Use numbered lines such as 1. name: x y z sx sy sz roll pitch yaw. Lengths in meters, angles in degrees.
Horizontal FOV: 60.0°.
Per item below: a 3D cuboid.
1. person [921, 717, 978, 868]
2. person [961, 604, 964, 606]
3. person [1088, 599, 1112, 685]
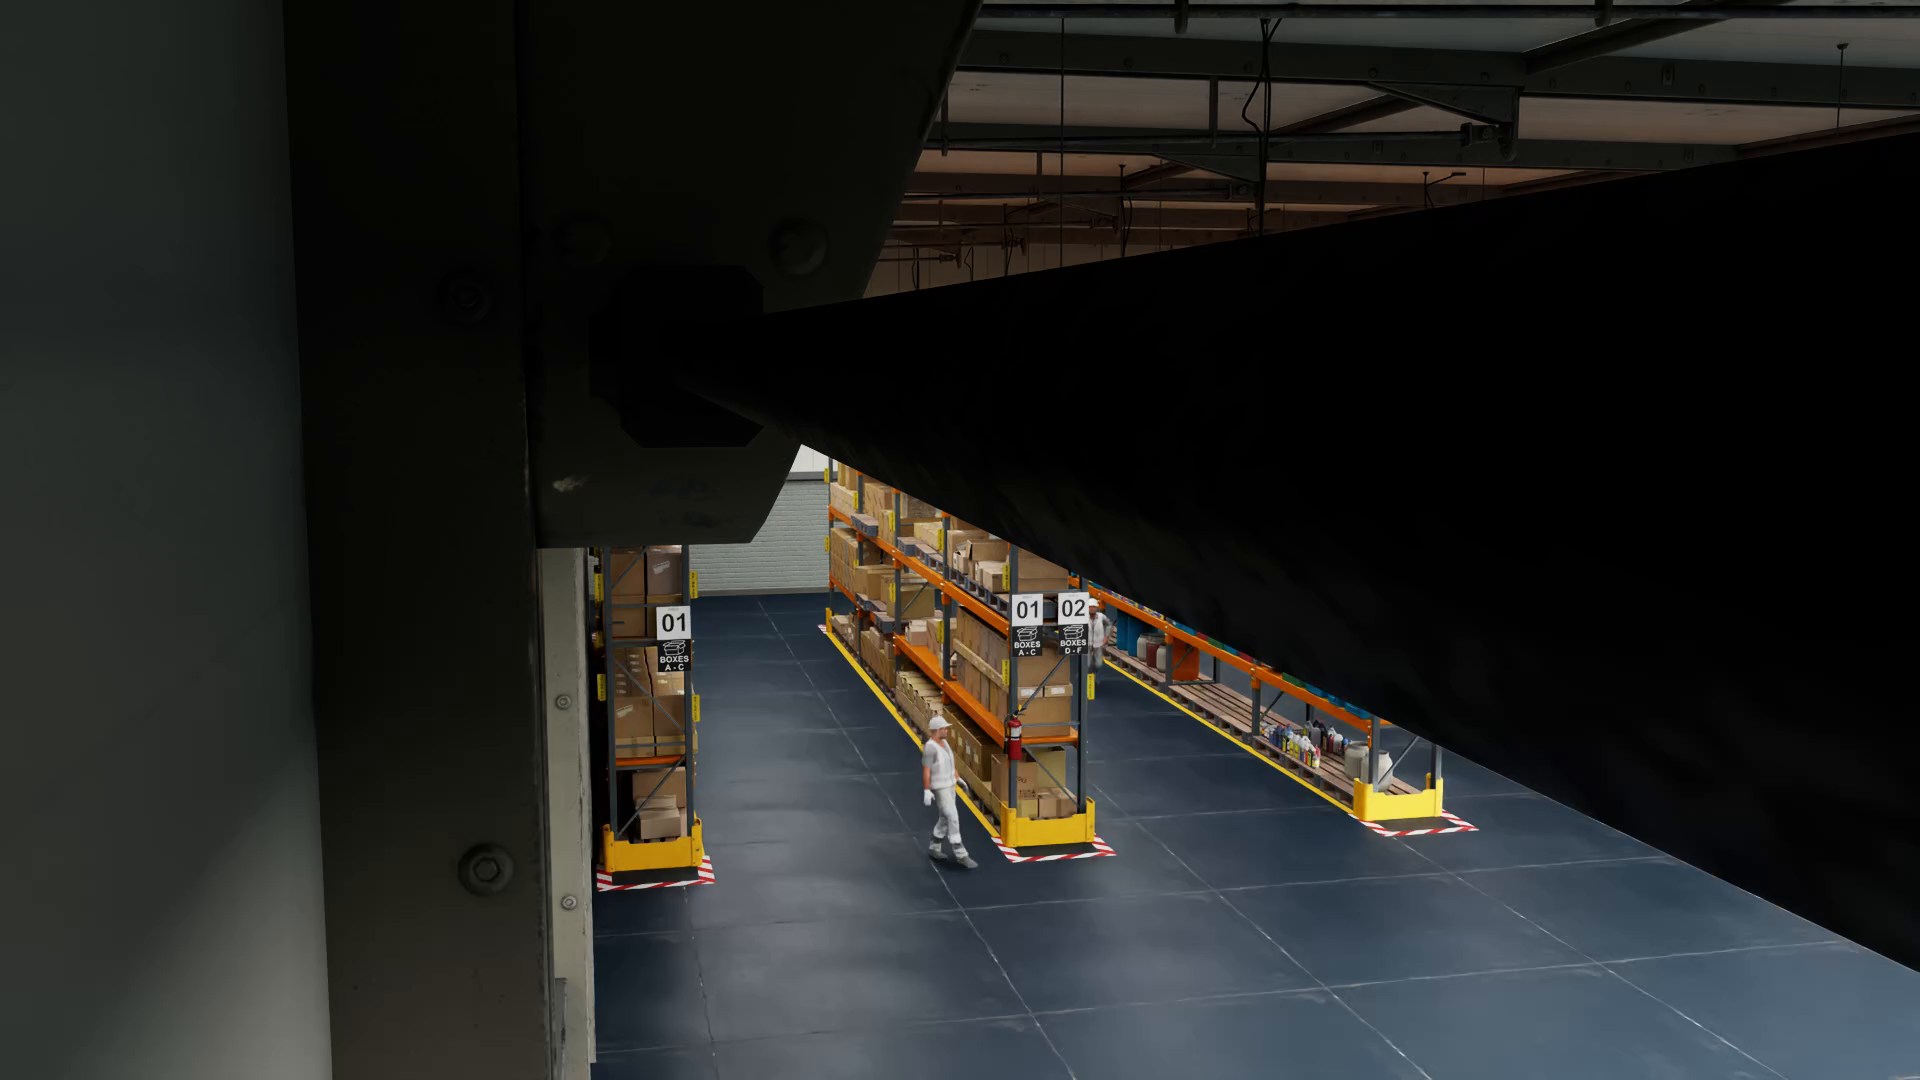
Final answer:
1. person: -0.065 3.058 20.275 0.790 1.782 0.563 3 8 26
2. person: 0.240 1.582 33.047 0.511 1.624 1.049 -2 7 -13
3. person: 2.440 1.887 30.419 0.701 1.687 0.720 0 7 -1
